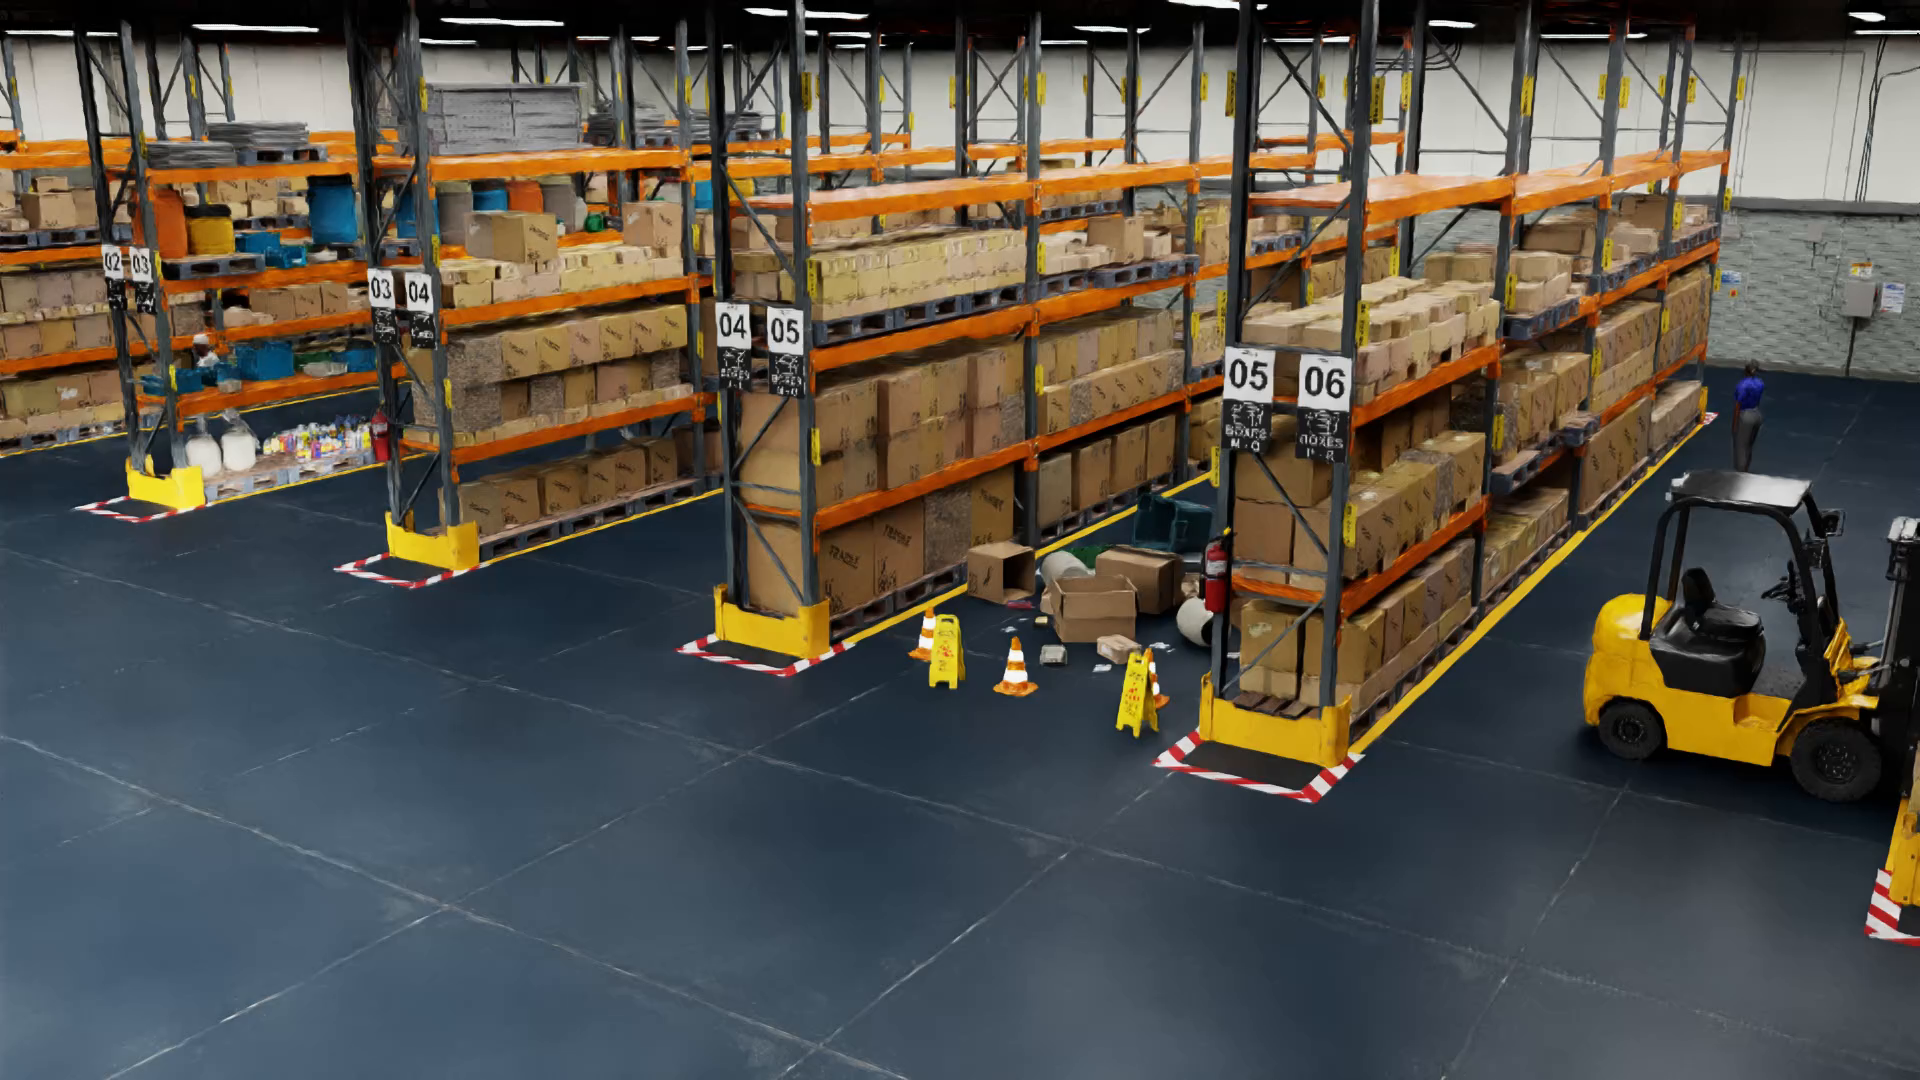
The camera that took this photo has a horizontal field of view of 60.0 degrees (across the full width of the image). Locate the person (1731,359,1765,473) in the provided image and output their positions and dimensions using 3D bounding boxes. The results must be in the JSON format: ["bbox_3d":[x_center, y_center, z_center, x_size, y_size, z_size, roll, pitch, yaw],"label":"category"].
[{"bbox_3d":[10.155,-1.528,21.590,0.498,1.662,0.465,-8,17,-27],"label":"person"}]

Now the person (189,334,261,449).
[{"bbox_3d":[-10.459,-2.041,23.364,0.984,1.736,0.603,-11,19,-35],"label":"person"}]

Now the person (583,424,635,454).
[{"bbox_3d":[-4.902,-1.897,22.951,0.482,1.621,0.997,13,20,40],"label":"person"}]
